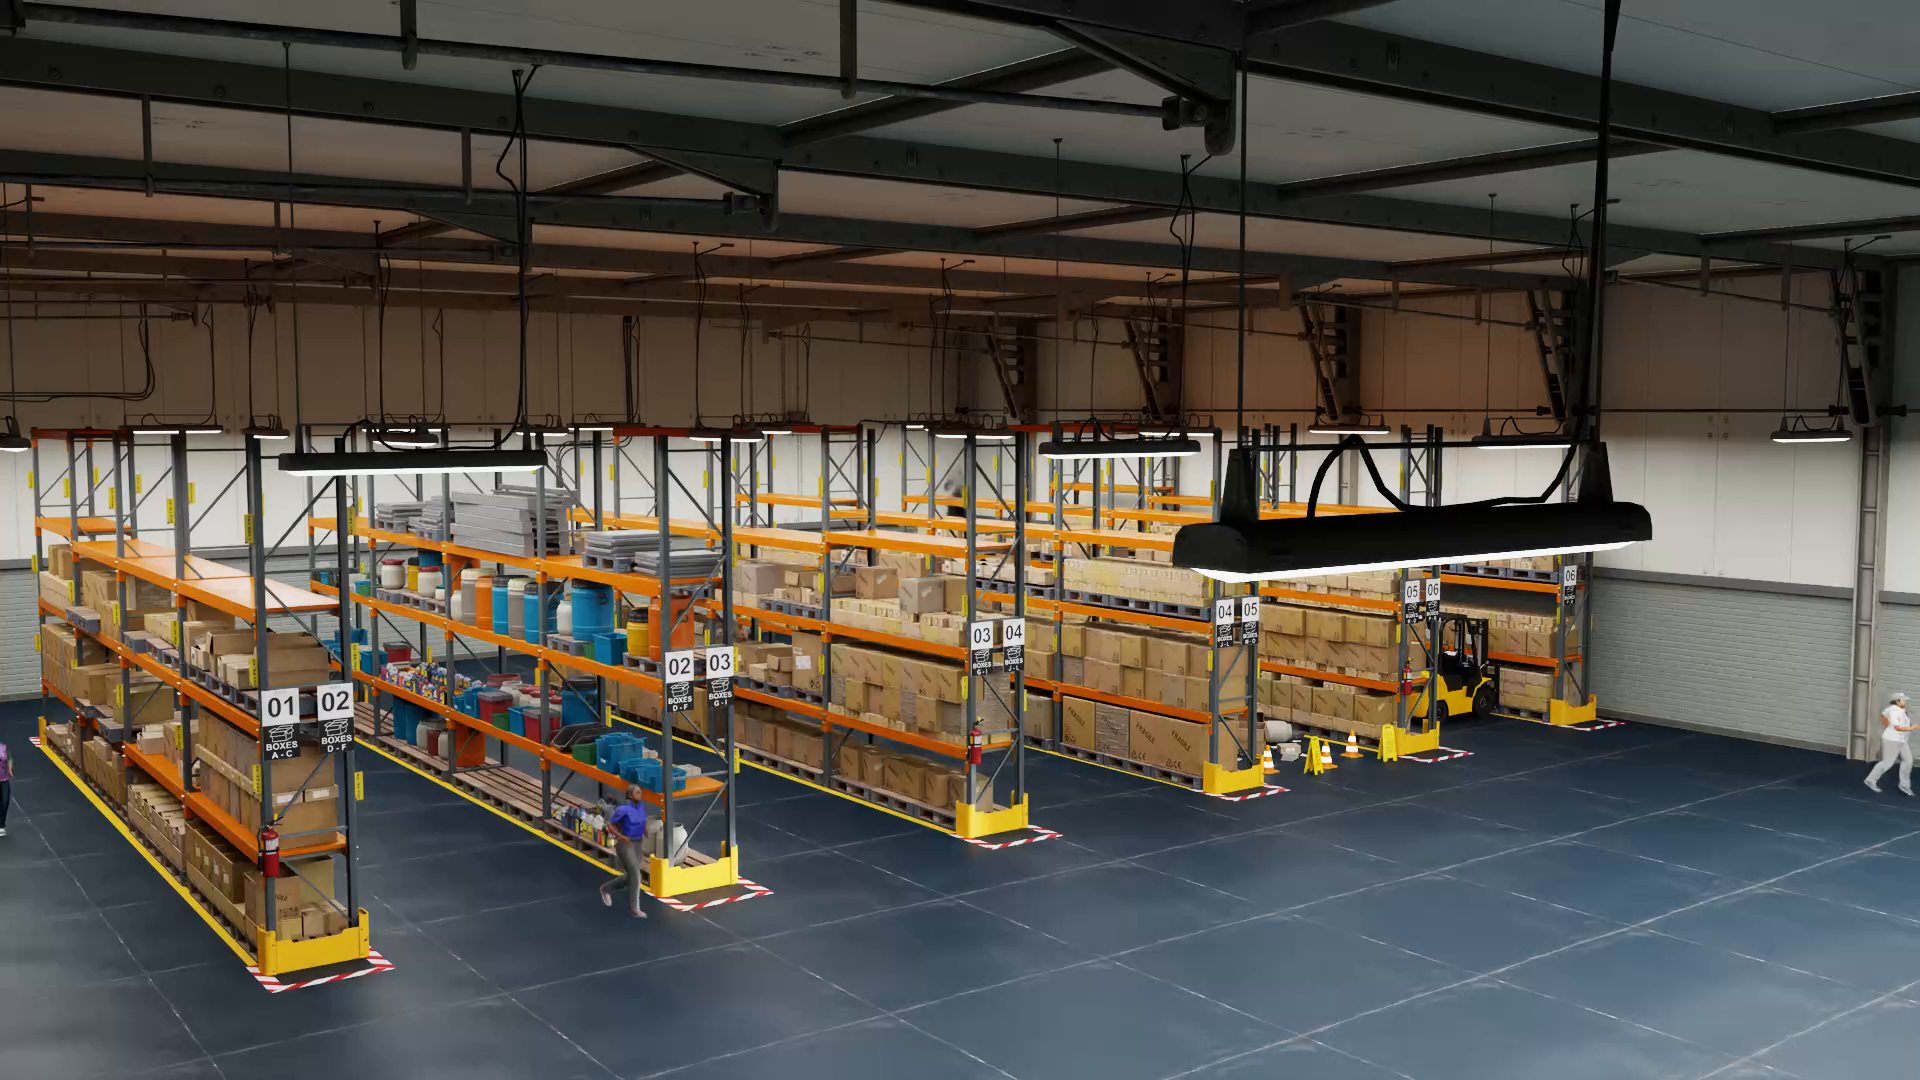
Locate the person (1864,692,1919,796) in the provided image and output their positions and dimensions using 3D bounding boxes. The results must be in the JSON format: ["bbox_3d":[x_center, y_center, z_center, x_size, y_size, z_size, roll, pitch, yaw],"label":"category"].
[{"bbox_3d":[15.339,3.358,27.331,0.795,1.738,0.595,4,6,38],"label":"person"}]

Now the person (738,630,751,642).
[{"bbox_3d":[-4.511,2.746,34.570,0.733,1.806,0.854,-3,5,-30],"label":"person"}]

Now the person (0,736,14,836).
[{"bbox_3d":[-14.412,3.608,24.845,0.658,1.567,0.546,4,6,42],"label":"person"}]

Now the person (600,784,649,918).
[{"bbox_3d":[-4.182,3.904,20.995,0.781,1.623,0.617,3,5,29],"label":"person"}]
